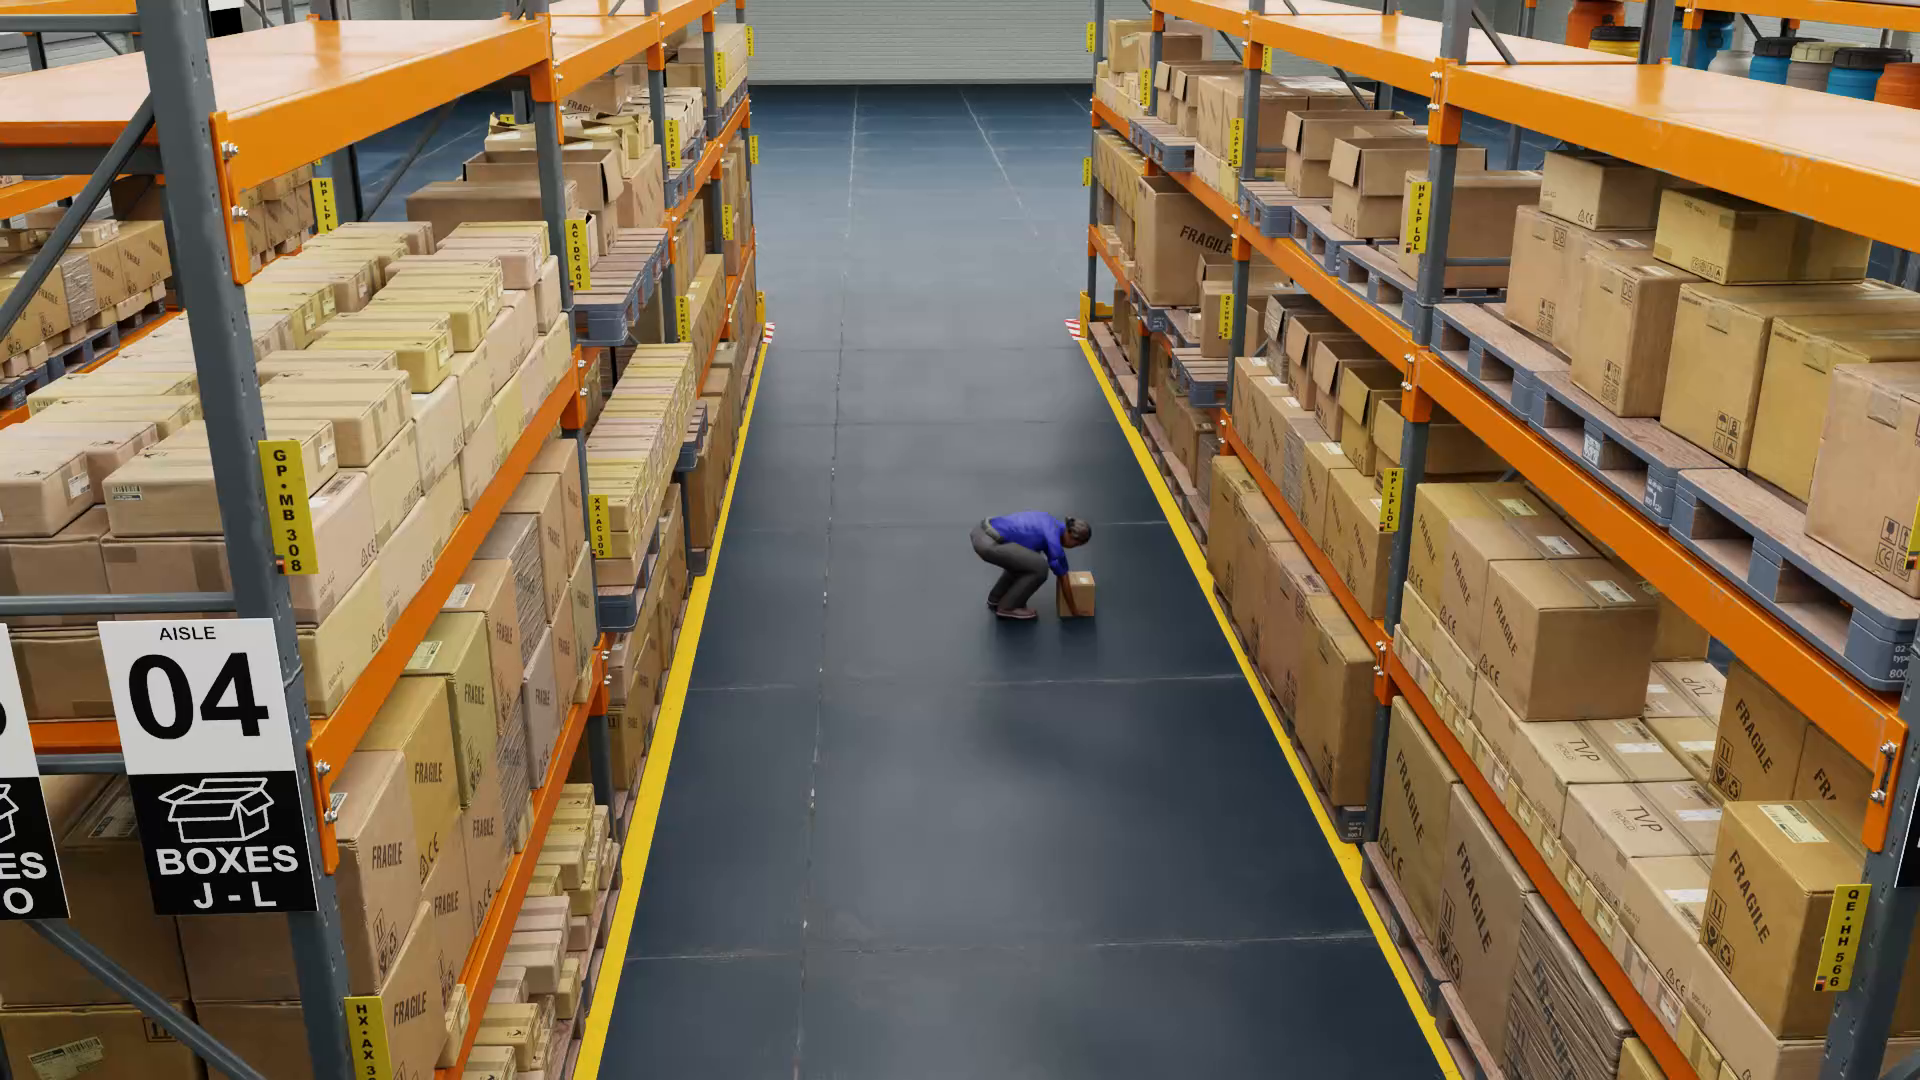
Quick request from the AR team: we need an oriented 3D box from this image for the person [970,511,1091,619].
[{"bbox_3d":[0.507,0.173,11.957,0.871,0.770,0.459,-2,21,-5],"label":"person"}]
